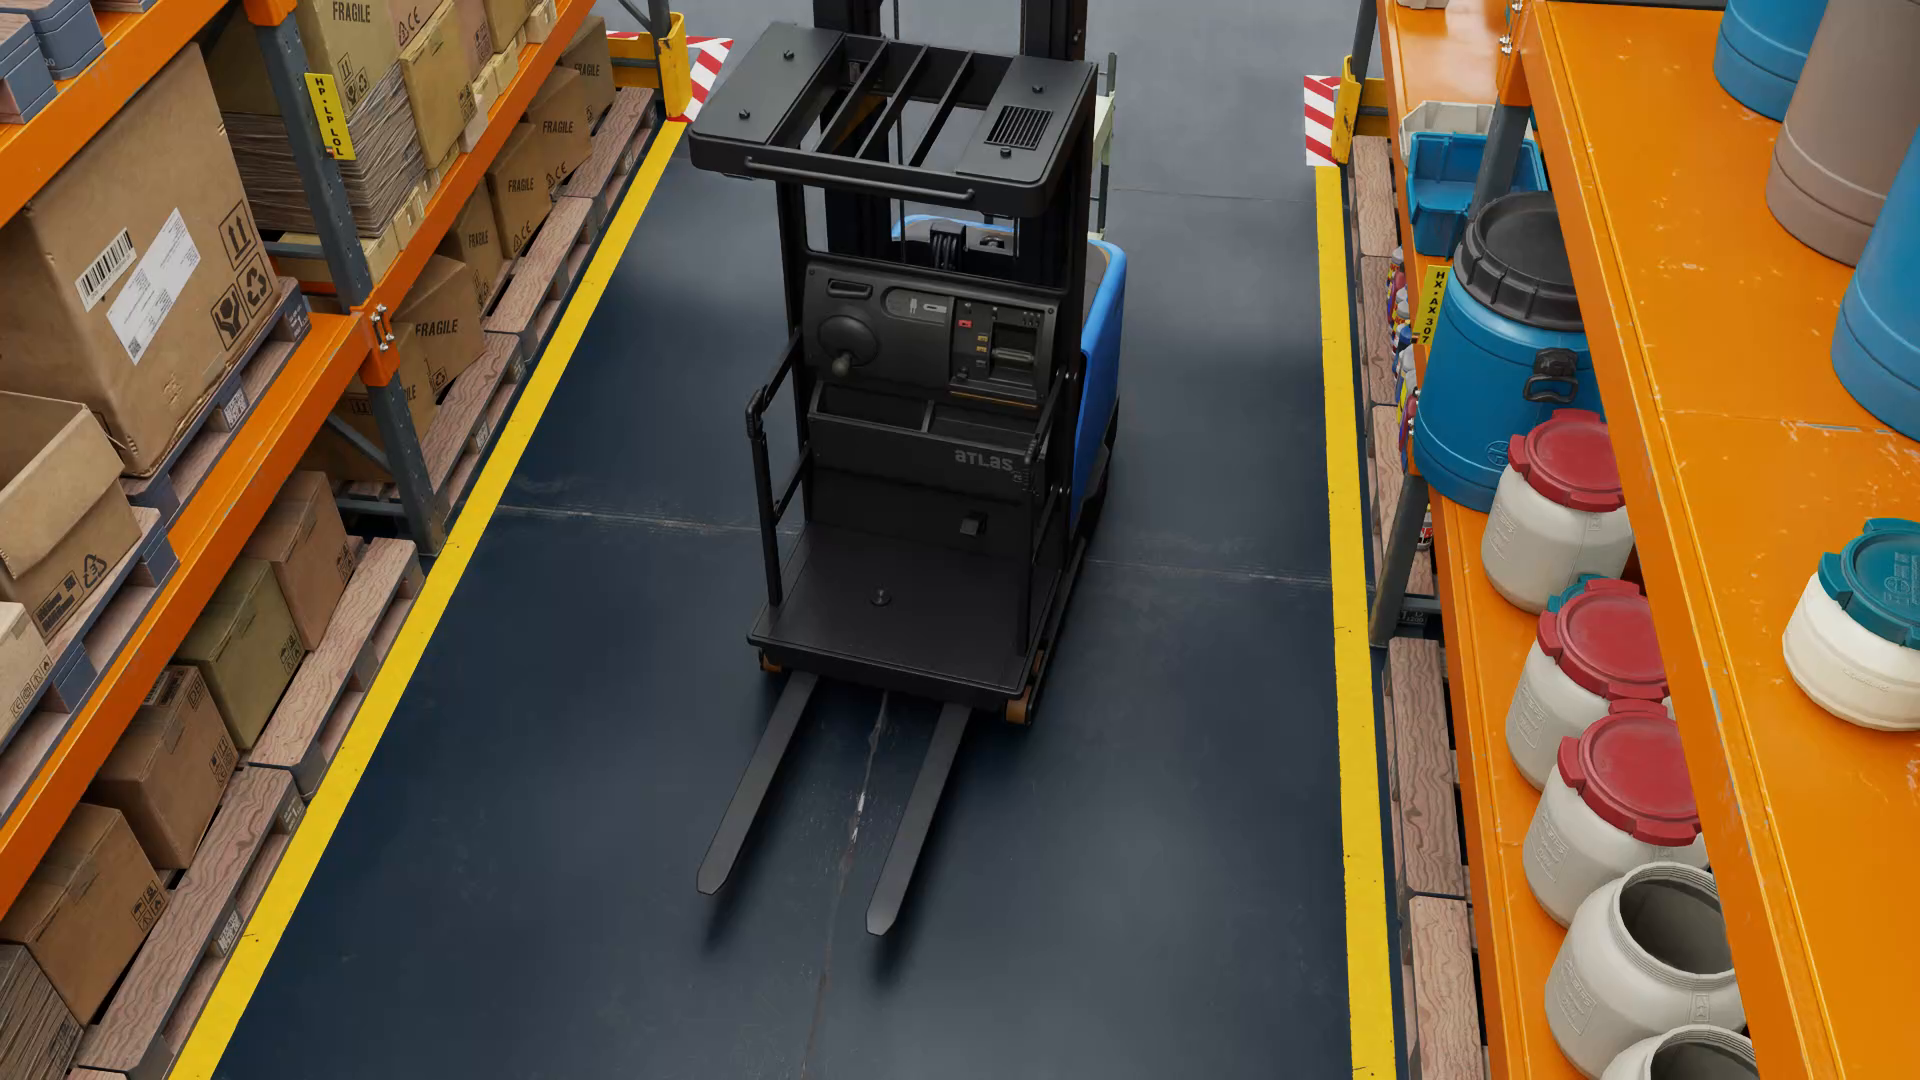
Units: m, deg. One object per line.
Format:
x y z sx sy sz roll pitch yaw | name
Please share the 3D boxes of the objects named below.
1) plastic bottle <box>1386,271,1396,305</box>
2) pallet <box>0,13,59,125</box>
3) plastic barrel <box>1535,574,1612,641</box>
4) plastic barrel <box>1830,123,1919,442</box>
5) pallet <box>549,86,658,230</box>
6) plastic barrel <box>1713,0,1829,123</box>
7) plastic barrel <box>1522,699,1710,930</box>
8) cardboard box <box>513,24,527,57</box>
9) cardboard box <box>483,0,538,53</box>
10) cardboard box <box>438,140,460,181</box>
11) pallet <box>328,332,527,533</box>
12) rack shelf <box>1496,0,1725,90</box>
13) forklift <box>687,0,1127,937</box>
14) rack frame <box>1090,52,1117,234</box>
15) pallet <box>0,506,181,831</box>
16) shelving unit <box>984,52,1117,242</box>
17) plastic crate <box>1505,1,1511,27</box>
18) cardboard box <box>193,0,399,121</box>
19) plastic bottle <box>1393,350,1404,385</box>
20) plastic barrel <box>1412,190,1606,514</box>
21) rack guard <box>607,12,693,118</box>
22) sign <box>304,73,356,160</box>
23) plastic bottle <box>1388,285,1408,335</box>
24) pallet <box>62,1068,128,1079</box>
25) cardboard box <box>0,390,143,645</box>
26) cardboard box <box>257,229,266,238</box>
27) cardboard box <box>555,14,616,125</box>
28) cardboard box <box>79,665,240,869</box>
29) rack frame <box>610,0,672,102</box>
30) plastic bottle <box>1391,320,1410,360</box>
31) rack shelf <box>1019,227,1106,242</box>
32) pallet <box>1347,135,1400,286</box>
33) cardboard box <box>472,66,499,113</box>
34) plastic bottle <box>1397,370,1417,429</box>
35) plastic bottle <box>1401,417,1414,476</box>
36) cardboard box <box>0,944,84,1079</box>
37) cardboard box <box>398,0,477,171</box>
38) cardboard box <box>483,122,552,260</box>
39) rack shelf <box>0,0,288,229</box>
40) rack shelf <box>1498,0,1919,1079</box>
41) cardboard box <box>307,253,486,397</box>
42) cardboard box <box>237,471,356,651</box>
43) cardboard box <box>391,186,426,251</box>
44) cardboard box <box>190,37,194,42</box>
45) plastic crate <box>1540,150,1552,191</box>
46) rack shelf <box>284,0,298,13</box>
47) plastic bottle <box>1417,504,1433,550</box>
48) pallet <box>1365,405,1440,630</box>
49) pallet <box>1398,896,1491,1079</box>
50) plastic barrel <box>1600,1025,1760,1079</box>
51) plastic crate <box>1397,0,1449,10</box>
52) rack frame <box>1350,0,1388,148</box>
2.139 -1.237 8.090 0.097 0.201 0.097 0 43 0 | plastic bottle
-3.059 -0.998 4.078 1.213 0.211 1.003 5 44 6 | pallet
1.845 0.293 4.860 0.301 0.262 0.301 0 43 0 | plastic barrel
2.147 -0.659 3.218 0.600 0.901 0.708 5 44 6 | plastic barrel
-2.361 -2.207 9.427 1.003 0.211 1.213 5 44 6 | pallet
2.320 -1.550 4.159 0.600 0.901 0.708 5 44 6 | plastic barrel
1.674 0.732 4.196 0.433 0.535 0.433 0 43 0 | plastic barrel
-2.238 -2.322 7.703 0.380 0.149 0.250 5 44 6 | cardboard box
-2.442 -2.565 7.489 0.875 0.500 0.500 5 44 6 | cardboard box
-2.336 -1.637 6.980 0.380 0.149 0.250 5 44 6 | cardboard box
-2.684 -0.544 7.671 1.003 0.211 1.213 5 44 6 | pallet
2.437 -2.836 6.405 1.077 0.370 4.000 5 44 6 | rack shelf
-0.169 -0.648 5.803 1.130 2.935 3.031 11 45 11 | forklift
0.498 -1.635 7.886 0.400 1.500 0.023 11 45 11 | rack frame
-3.045 0.347 4.841 1.003 0.211 1.213 5 44 6 | pallet
0.399 -1.392 7.630 0.431 1.500 0.755 11 45 11 | shelving unit
2.840 -2.507 7.824 0.499 0.251 0.408 5 44 6 | plastic crate
-2.426 -1.887 6.044 0.500 0.500 0.500 5 44 6 | cardboard box
2.054 -0.798 7.627 0.097 0.201 0.097 0 43 0 | plastic bottle
1.821 -0.592 5.329 0.600 0.901 0.708 5 44 6 | plastic barrel
-2.219 -2.862 9.909 1.175 0.500 0.348 5 44 6 | rack guard
-2.187 -1.468 5.777 0.100 0.325 0.005 5 44 6 | sign
2.107 -1.100 7.894 0.097 0.271 0.097 0 43 0 | plastic bottle
-3.161 2.111 4.867 1.003 0.211 1.213 5 44 6 | pallet
-2.875 -0.096 4.789 0.797 0.503 0.637 9 44 10 | cardboard box
-2.958 -1.347 6.674 0.380 0.149 0.250 5 44 6 | cardboard box
-2.308 -2.642 9.372 0.500 0.500 0.500 13 45 13 | cardboard box
-2.995 0.774 5.749 0.700 0.500 0.500 2 43 2 | cardboard box
-2.209 -3.822 9.104 1.000 3.000 0.127 5 44 6 | rack frame
2.081 -0.938 7.775 0.097 0.201 0.097 0 43 0 | plastic bottle
0.399 -1.156 7.854 0.431 0.370 0.720 11 45 11 | rack shelf
2.625 -1.750 8.944 1.003 0.211 1.213 5 44 6 | pallet
-2.270 -1.978 7.340 0.380 0.149 0.250 5 44 6 | cardboard box
2.040 -0.659 7.371 0.144 0.351 0.185 5 44 5 | plastic bottle
1.997 -0.439 7.139 0.144 0.351 0.185 3 44 3 | plastic bottle
-3.137 1.541 4.939 0.700 0.500 0.500 2 43 2 | cardboard box
-2.516 -1.879 6.763 0.875 0.500 0.500 5 44 6 | cardboard box
-2.454 -1.807 8.489 0.500 0.500 0.500 9 44 9 | cardboard box
-3.002 -0.561 4.002 1.077 0.370 4.000 5 44 6 | rack shelf
1.908 -0.110 3.526 1.077 0.370 4.000 5 44 6 | rack shelf
-2.577 -1.000 7.638 0.500 0.500 0.500 19 46 19 | cardboard box
-2.840 0.069 6.494 0.700 0.500 0.500 2 43 2 | cardboard box
-2.365 -1.293 6.616 0.380 0.149 0.250 5 44 6 | cardboard box
-2.951 -1.935 6.095 0.500 0.500 0.500 5 44 6 | cardboard box
2.631 -1.468 6.773 0.450 0.188 0.662 5 44 6 | plastic crate
-2.473 -3.287 6.881 1.077 0.370 4.000 5 44 6 | rack shelf
1.911 -0.065 6.852 0.097 0.201 0.097 0 43 0 | plastic bottle
2.302 -0.087 7.188 1.003 0.211 1.213 5 44 6 | pallet
1.948 1.740 5.259 1.003 0.211 1.213 5 44 6 | pallet
1.568 1.320 3.593 0.421 0.512 0.421 0 43 0 | plastic barrel
2.264 -2.695 8.106 0.298 0.136 0.250 5 44 6 | plastic crate
2.701 -3.371 8.629 1.000 3.000 0.127 5 44 6 | rack frame
